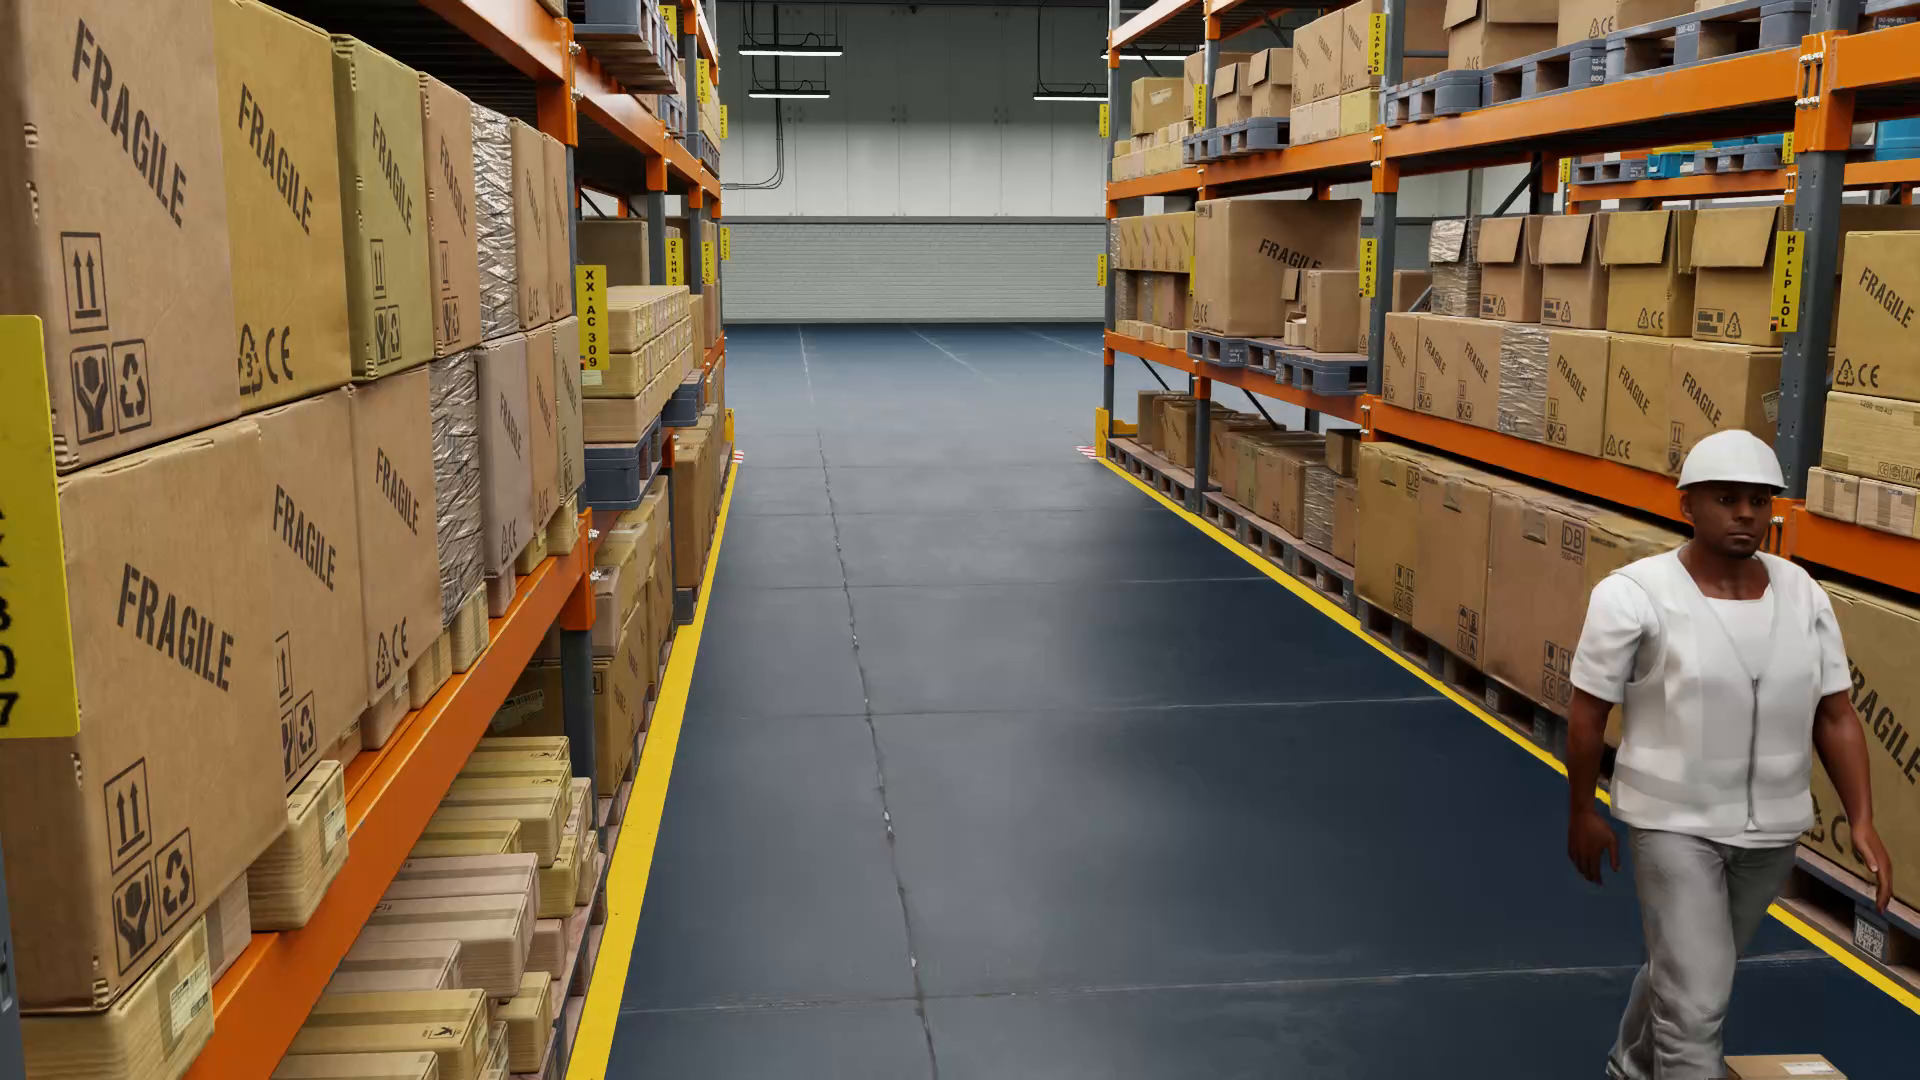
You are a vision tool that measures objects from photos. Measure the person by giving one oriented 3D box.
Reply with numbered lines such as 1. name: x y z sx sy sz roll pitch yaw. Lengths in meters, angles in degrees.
1. person: 1.689 0.638 3.594 0.568 1.733 0.920 -2 10 -9
